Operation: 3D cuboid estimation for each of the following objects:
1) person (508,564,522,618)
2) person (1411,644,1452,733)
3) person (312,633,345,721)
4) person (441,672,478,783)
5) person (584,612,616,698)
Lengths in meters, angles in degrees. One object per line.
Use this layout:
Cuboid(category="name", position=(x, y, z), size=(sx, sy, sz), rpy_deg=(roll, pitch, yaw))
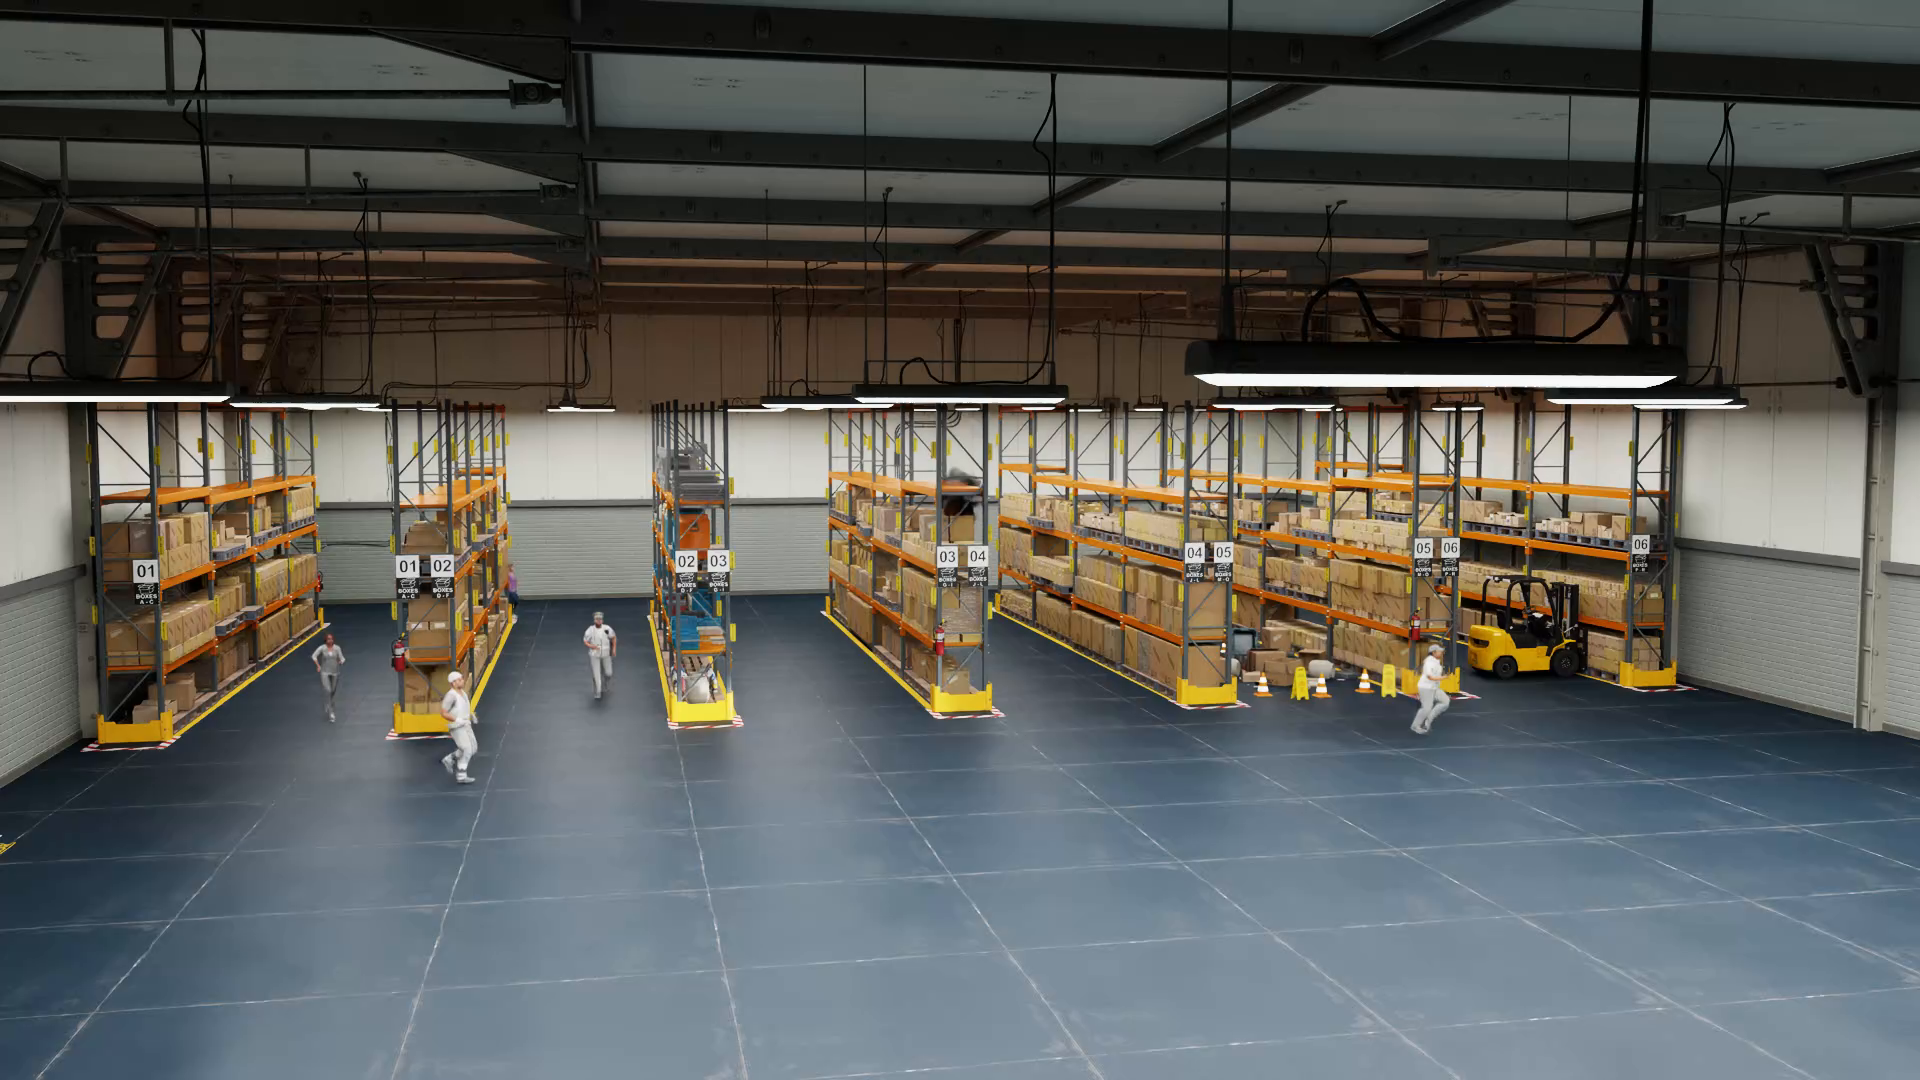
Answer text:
Cuboid(category="person", position=(-12.618, 1.437, 46.710), size=(0.580, 1.544, 0.563), rpy_deg=(1, 4, 8))
Cuboid(category="person", position=(8.440, 2.658, 29.741), size=(0.736, 1.617, 0.640), rpy_deg=(3, 5, 30))
Cuboid(category="person", position=(-11.875, 2.551, 31.331), size=(0.539, 1.613, 0.871), rpy_deg=(-3, 5, -34))
Cuboid(category="person", position=(-7.806, 2.907, 25.825), size=(0.621, 1.737, 0.653), rpy_deg=(1, 4, 10))
Cuboid(category="person", position=(-7.265, 2.329, 33.681), size=(0.674, 1.745, 0.614), rpy_deg=(-2, 5, -20))
